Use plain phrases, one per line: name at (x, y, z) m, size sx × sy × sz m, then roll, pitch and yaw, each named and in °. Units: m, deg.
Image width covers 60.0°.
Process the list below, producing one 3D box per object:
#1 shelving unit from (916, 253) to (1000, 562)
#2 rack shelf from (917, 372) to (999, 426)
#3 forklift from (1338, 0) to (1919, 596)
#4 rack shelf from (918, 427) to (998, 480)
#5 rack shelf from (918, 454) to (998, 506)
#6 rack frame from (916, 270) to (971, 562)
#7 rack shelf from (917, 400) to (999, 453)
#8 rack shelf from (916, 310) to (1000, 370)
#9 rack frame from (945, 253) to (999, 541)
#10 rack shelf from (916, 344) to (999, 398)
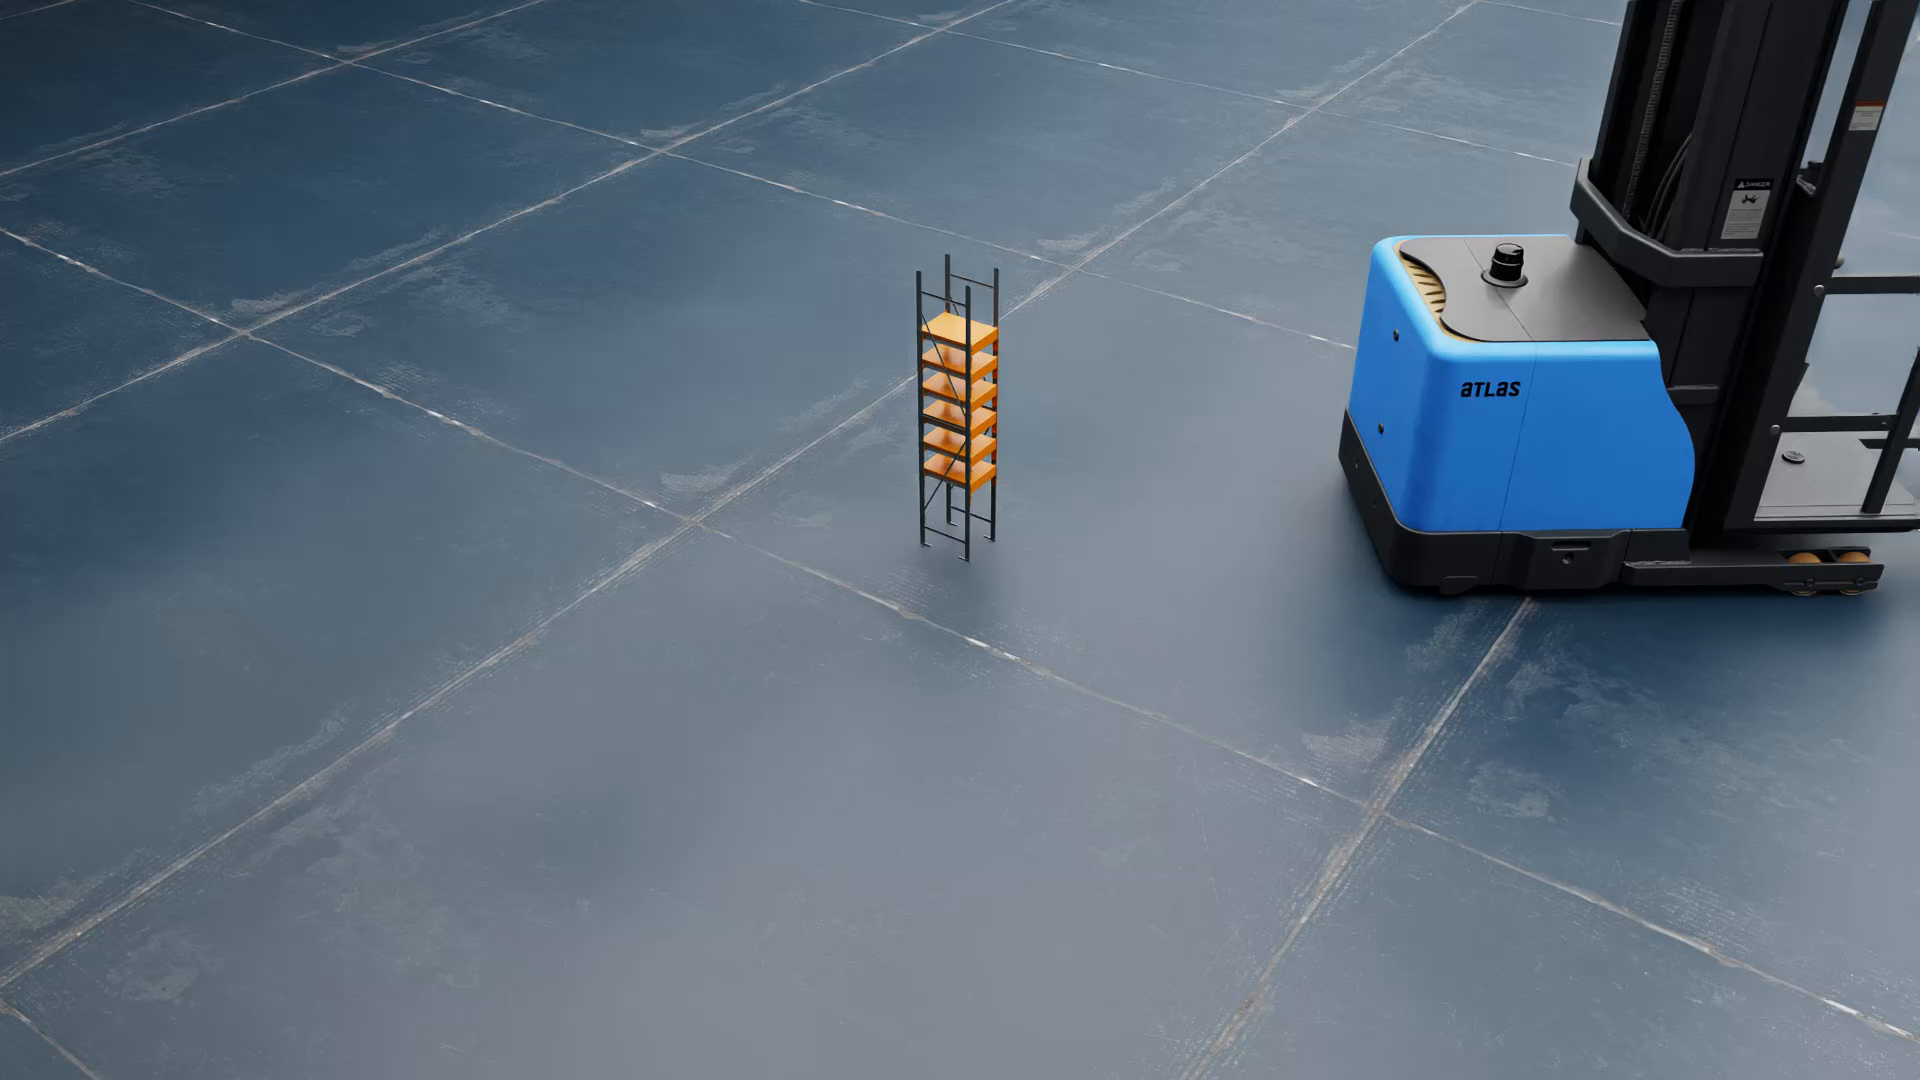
shelving unit at (-0.008, -0.490, 6.404) m, size 0.258 × 1.200 × 0.189 m, roll 21°, pitch 39°, yaw 28°
rack shelf at (-0.008, -0.553, 6.362) m, size 0.258 × 0.103 × 0.180 m, roll 21°, pitch 39°, yaw 28°
forklift at (3.152, -1.295, 6.049) m, size 3.031 × 2.935 × 1.130 m, roll -1°, pitch 34°, yaw -1°
rack shelf at (-0.008, -0.354, 6.496) m, size 0.258 × 0.103 × 0.180 m, roll 21°, pitch 39°, yaw 28°
rack shelf at (-0.008, -0.255, 6.563) m, size 0.258 × 0.103 × 0.180 m, roll 21°, pitch 39°, yaw 28°
rack frame at (-0.060, -0.448, 6.342) m, size 0.240 × 1.200 × 0.006 m, roll 21°, pitch 39°, yaw 28°
rack shelf at (-0.008, -0.454, 6.429) m, size 0.258 × 0.103 × 0.180 m, roll 21°, pitch 39°, yaw 28°
rack shelf at (-0.008, -0.752, 6.227) m, size 0.258 × 0.103 × 0.180 m, roll 21°, pitch 39°, yaw 28°
rack frame at (0.044, -0.532, 6.466) m, size 0.240 × 1.200 × 0.006 m, roll 21°, pitch 39°, yaw 28°
rack shelf at (-0.008, -0.652, 6.294) m, size 0.258 × 0.103 × 0.180 m, roll 21°, pitch 39°, yaw 28°
